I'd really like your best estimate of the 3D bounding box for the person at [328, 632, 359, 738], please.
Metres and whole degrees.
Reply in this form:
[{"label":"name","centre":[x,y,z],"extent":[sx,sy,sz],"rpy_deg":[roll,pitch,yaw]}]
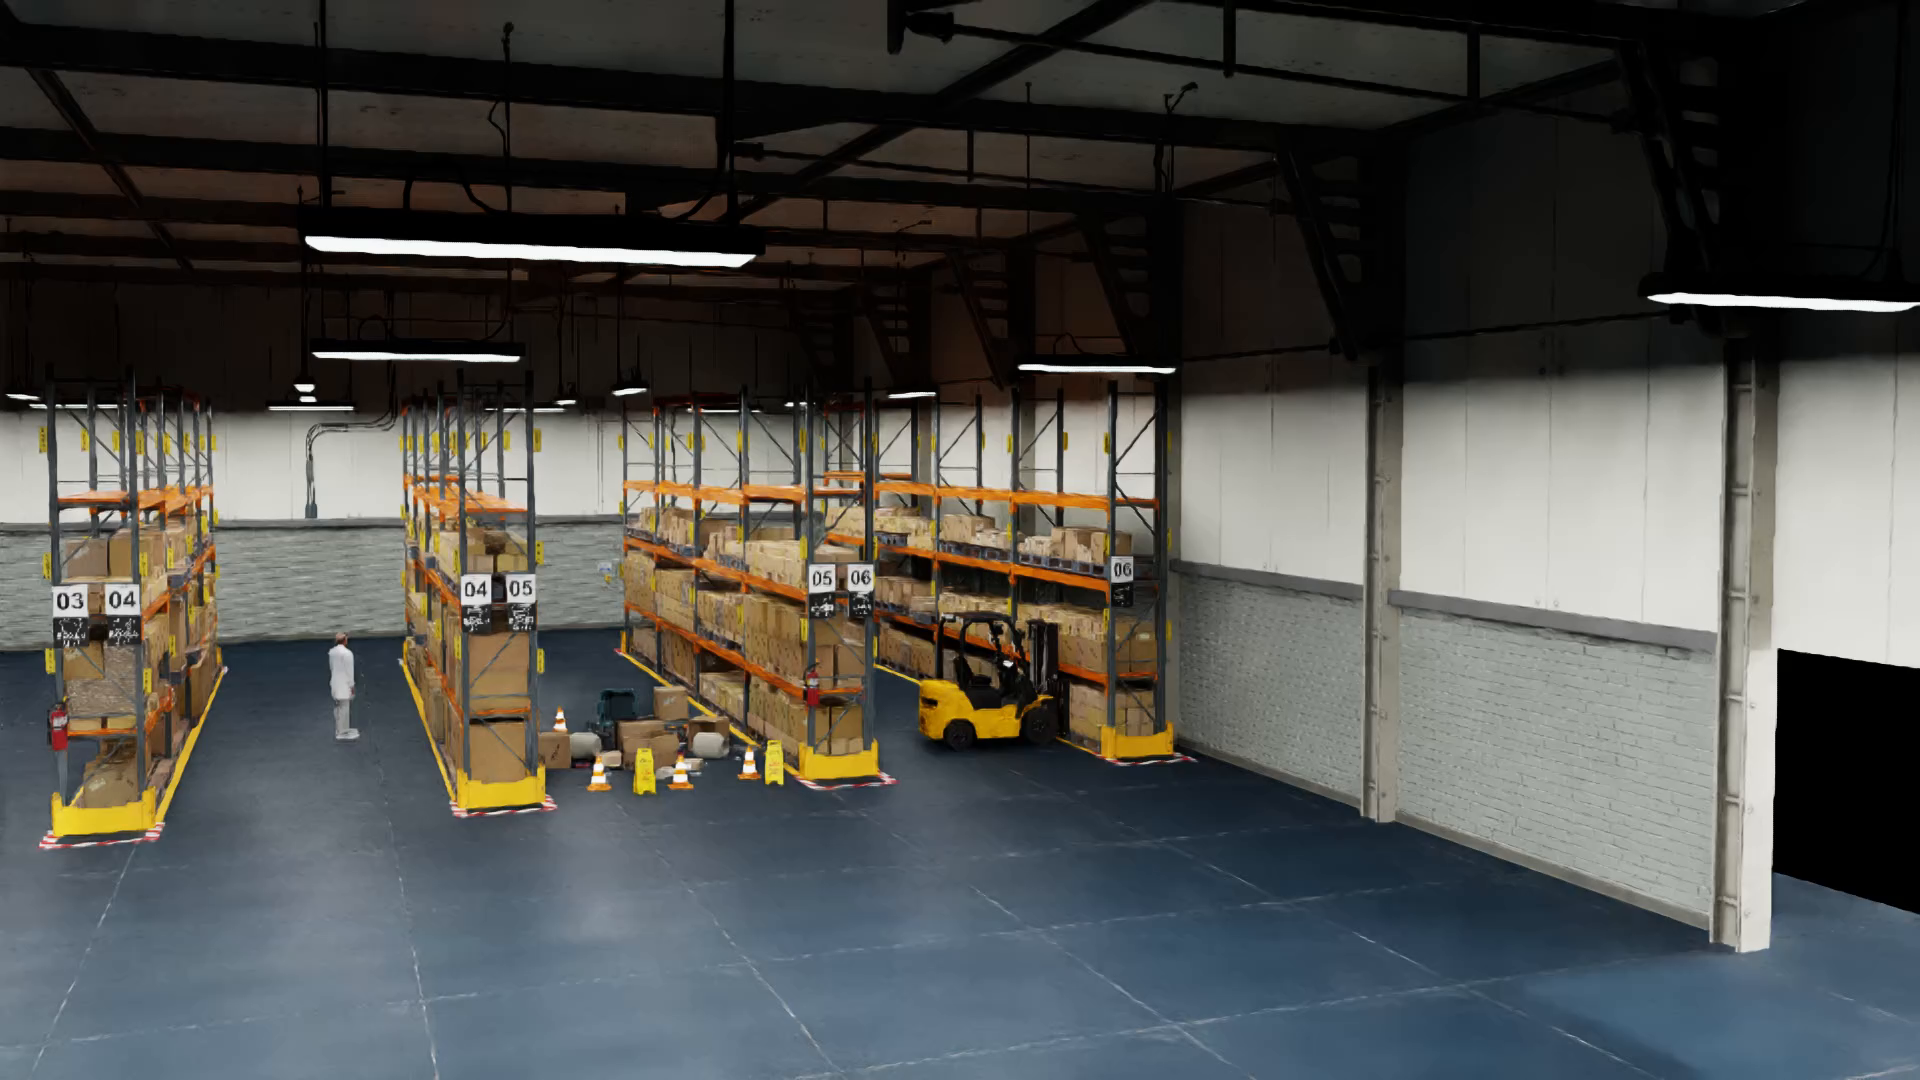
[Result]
[{"label":"person","centre":[-10.426,2.448,28.197],"extent":[0.632,1.779,0.506],"rpy_deg":[3,4,39]}]
